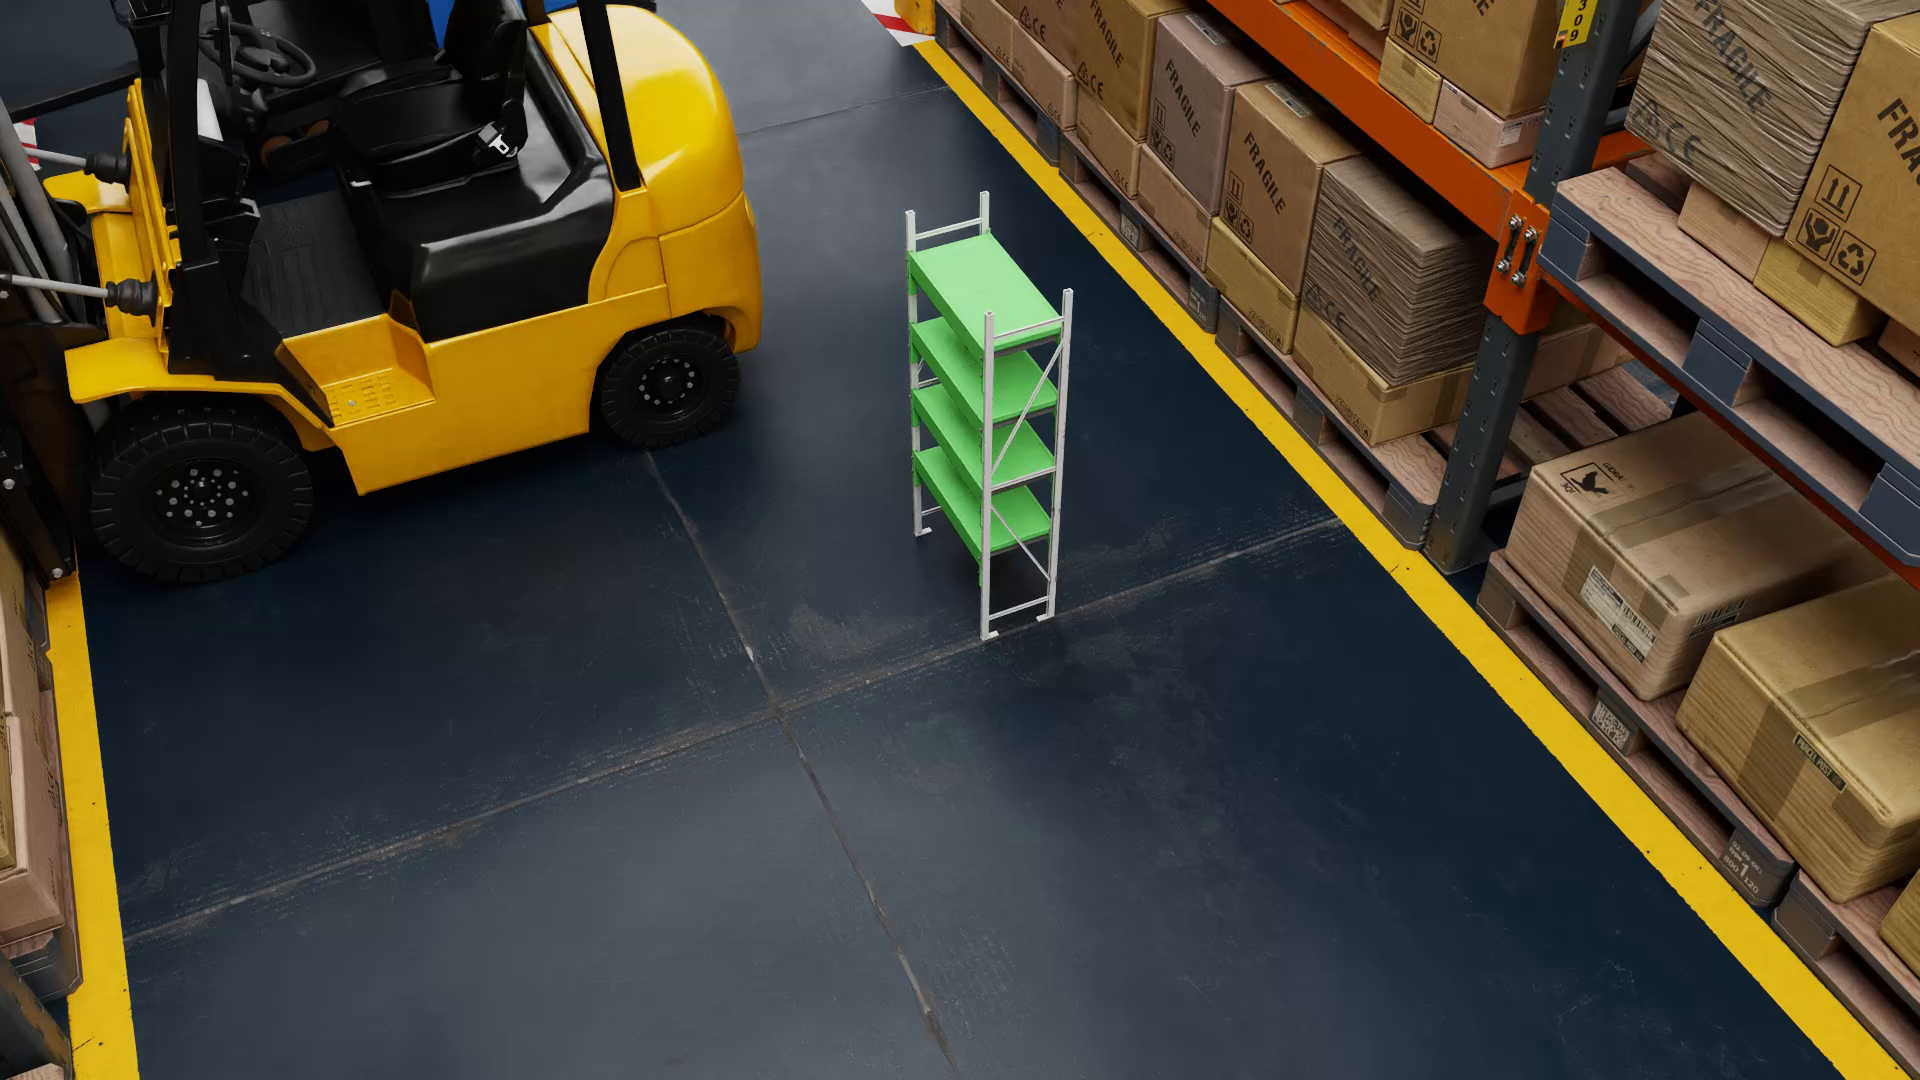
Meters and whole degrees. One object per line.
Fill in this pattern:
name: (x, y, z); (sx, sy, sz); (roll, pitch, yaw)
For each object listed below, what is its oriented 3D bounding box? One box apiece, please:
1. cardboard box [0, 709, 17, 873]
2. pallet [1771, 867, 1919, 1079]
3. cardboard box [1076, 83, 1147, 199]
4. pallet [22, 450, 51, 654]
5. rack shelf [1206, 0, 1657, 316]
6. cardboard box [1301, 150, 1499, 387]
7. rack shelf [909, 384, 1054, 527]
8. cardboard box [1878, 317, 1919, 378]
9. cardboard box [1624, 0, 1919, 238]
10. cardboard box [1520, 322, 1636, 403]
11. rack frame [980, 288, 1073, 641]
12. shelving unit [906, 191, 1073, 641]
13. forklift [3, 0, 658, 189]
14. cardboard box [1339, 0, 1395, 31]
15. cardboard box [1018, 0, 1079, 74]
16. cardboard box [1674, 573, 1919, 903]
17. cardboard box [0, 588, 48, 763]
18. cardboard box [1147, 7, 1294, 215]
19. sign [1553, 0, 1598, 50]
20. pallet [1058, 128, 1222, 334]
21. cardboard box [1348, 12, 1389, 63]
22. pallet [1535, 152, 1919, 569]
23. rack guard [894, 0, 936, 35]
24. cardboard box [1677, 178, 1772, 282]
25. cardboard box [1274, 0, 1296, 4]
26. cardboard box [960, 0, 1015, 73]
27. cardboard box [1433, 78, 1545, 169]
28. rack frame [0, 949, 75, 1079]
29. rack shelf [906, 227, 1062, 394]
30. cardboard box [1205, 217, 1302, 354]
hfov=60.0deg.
cardboard box: (-2.501, 0.584, 3.826); (0.500, 0.250, 0.500); (-18, 47, -18)
pallet: (2.770, 1.130, 3.954); (1.003, 0.211, 1.213); (-18, 47, -17)
cardboard box: (0.780, -1.589, 6.383); (0.500, 0.250, 0.500); (-15, 47, -15)
pallet: (-3.391, 0.027, 5.073); (1.003, 0.211, 1.213); (-18, 47, -17)
rack shelf: (1.084, -2.155, 5.810); (1.077, 0.370, 4.000); (-18, 47, -17)
cardboard box: (1.433, -0.872, 5.123); (0.500, 0.500, 0.500); (-19, 48, -18)
rack shelf: (0.070, -0.276, 4.767); (0.258, 0.148, 0.480); (-18, 47, -17)
cardboard box: (2.156, -0.431, 3.431); (0.380, 0.149, 0.250); (-15, 47, -15)
cardboard box: (1.862, -1.044, 3.590); (0.500, 0.500, 0.500); (-17, 47, -16)
cardboard box: (1.922, -0.763, 5.546); (0.500, 0.250, 0.500); (-20, 48, -19)
rack frame: (0.172, -0.166, 4.564); (0.240, 1.200, 0.015); (-18, 47, -17)
shelving unit: (0.070, -0.322, 4.722); (0.258, 1.200, 0.503); (-18, 47, -17)
forklift: (-2.823, -2.922, 6.124); (3.031, 2.935, 1.130); (-30, 52, -27)
cardboard box: (1.290, -1.814, 4.669); (0.500, 0.500, 0.500); (-17, 47, -16)
cardboard box: (0.565, -2.181, 6.449); (0.500, 0.500, 0.500); (-20, 48, -19)
cardboard box: (2.453, 0.440, 4.240); (0.950, 0.372, 0.625); (-15, 47, -15)
cardboard box: (-2.708, 0.436, 4.331); (0.500, 0.250, 0.500); (-19, 48, -18)
cardboard box: (1.001, -1.520, 5.780); (0.500, 0.500, 0.500); (-16, 47, -15)
sign: (1.436, -1.279, 3.795); (0.100, 0.325, 0.005); (-18, 47, -17)
pallet: (1.093, -1.340, 6.458); (1.003, 0.211, 1.213); (-18, 47, -17)
cardboard box: (1.363, -1.508, 4.822); (0.380, 0.149, 0.250); (-18, 47, -17)
pallet: (2.114, -0.538, 3.796); (1.003, 0.211, 1.213); (-18, 47, -17)
rack guard: (0.275, -2.747, 7.678); (1.175, 0.500, 0.348); (-18, 47, -17)
cardboard box: (1.871, -0.751, 3.755); (0.380, 0.149, 0.250); (-17, 47, -17)
cardboard box: (1.083, -1.808, 5.126); (0.380, 0.149, 0.250); (-19, 48, -18)
cardboard box: (0.331, -2.261, 7.064); (0.500, 0.250, 0.500); (-18, 48, -18)
cardboard box: (1.513, -1.162, 4.471); (0.380, 0.149, 0.250); (-18, 48, -18)
rack frame: (-2.577, 0.332, 2.778); (1.000, 3.000, 0.127); (-18, 47, -17)
rack shelf: (0.070, -0.618, 4.429); (0.258, 0.148, 0.480); (-18, 47, -17)
cardboard box: (1.199, -0.941, 5.727); (0.500, 0.250, 0.500); (-19, 48, -18)
